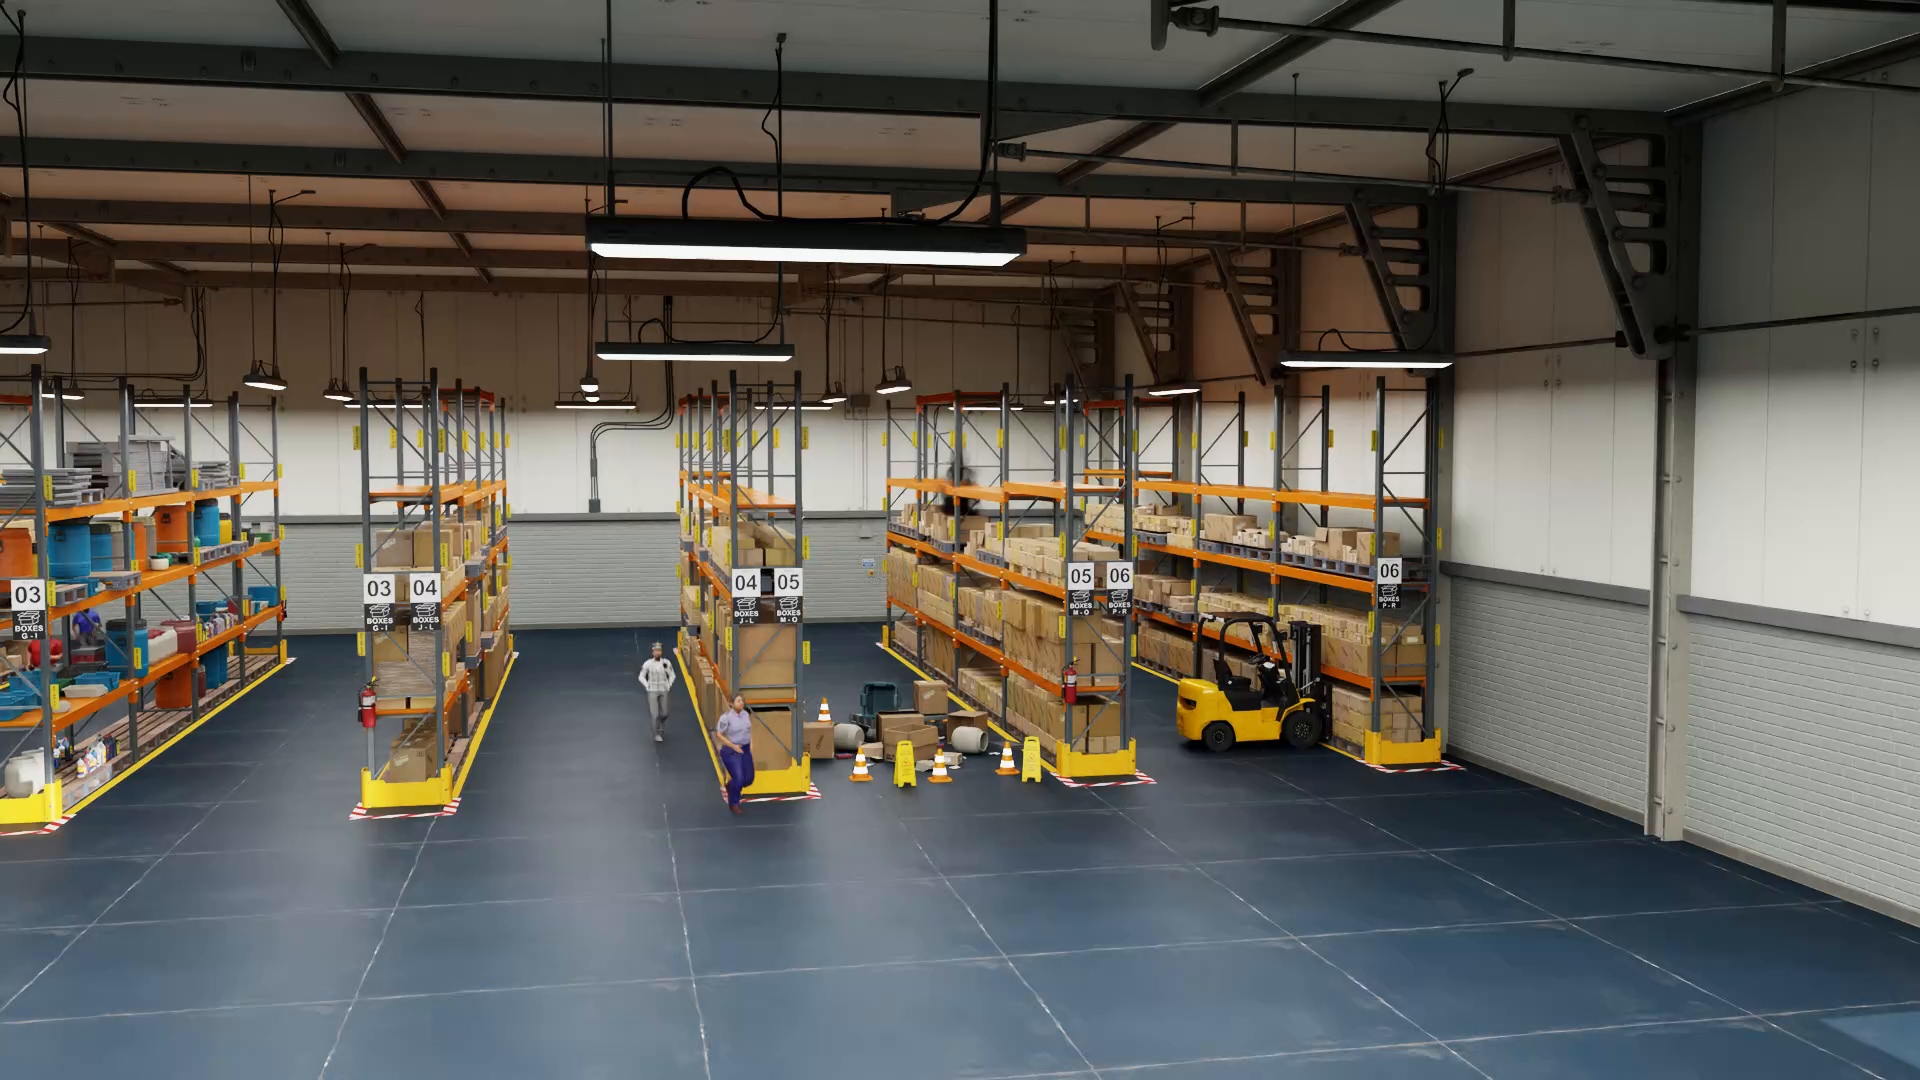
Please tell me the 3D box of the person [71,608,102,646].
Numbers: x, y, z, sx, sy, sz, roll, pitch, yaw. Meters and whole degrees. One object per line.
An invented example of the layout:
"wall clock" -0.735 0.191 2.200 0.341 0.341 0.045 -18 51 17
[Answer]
"person" -18.610 2.089 35.436 0.588 1.628 0.599 -1 4 -19

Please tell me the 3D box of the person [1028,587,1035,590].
"person" 1.533 1.672 36.206 0.699 1.802 0.926 -1 4 -14

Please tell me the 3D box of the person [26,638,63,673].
"person" -16.243 2.363 29.543 0.665 1.706 0.982 -1 4 -18

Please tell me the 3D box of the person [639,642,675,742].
"person" -5.049 2.523 27.768 0.613 1.647 0.538 -1 4 -17

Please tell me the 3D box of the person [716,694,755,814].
"person" -3.040 2.868 22.477 0.591 1.607 0.637 3 5 41
